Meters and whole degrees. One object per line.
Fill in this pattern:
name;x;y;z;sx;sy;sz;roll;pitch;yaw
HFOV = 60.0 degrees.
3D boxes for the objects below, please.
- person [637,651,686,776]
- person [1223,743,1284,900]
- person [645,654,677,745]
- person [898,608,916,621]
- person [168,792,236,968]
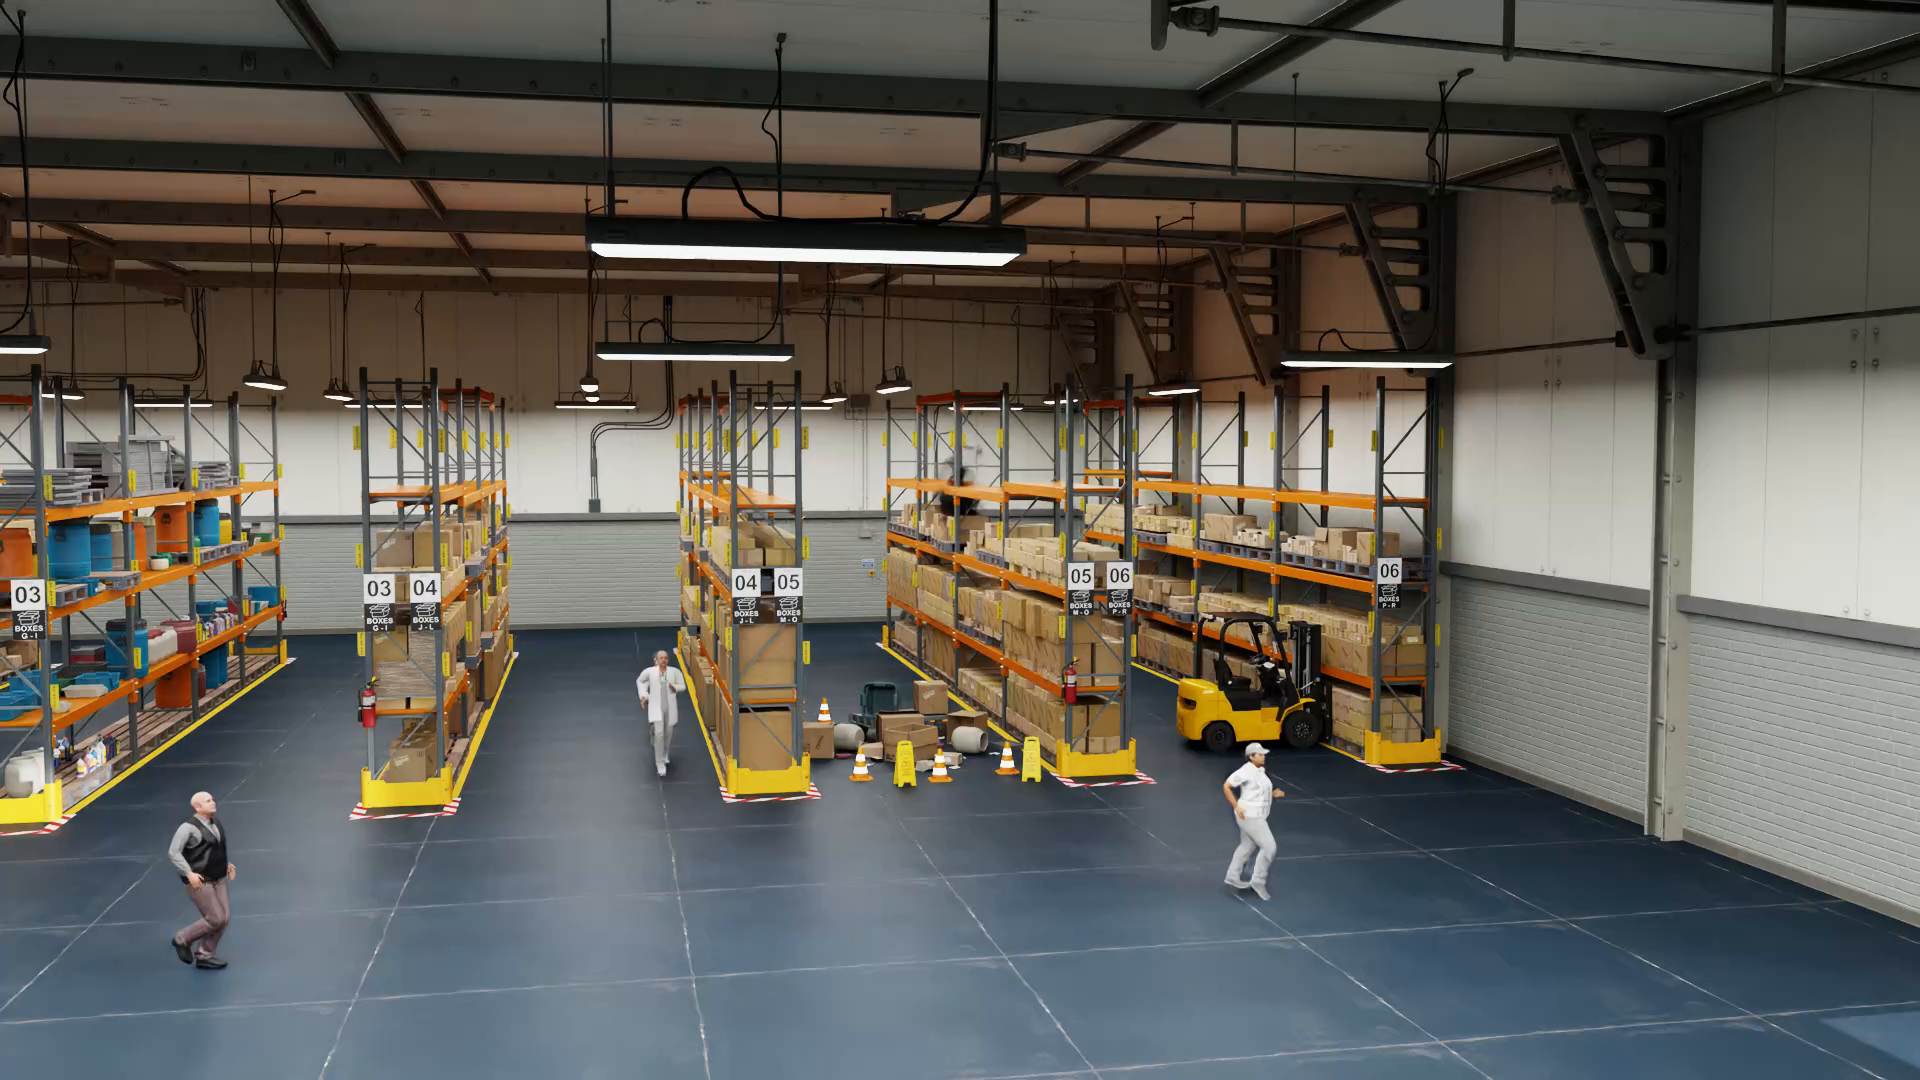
person;-4.526;2.595;25.308;0.678;1.833;0.918;-1;4;-23
person;3.237;3.087;18.325;0.679;1.713;0.589;2;4;25
person;-4.743;2.615;26.342;0.617;1.682;0.747;-1;4;-19
person;-1.375;1.623;41.911;0.913;1.732;0.747;2;4;30
person;-7.181;3.226;15.759;0.536;1.682;0.656;1;3;11
